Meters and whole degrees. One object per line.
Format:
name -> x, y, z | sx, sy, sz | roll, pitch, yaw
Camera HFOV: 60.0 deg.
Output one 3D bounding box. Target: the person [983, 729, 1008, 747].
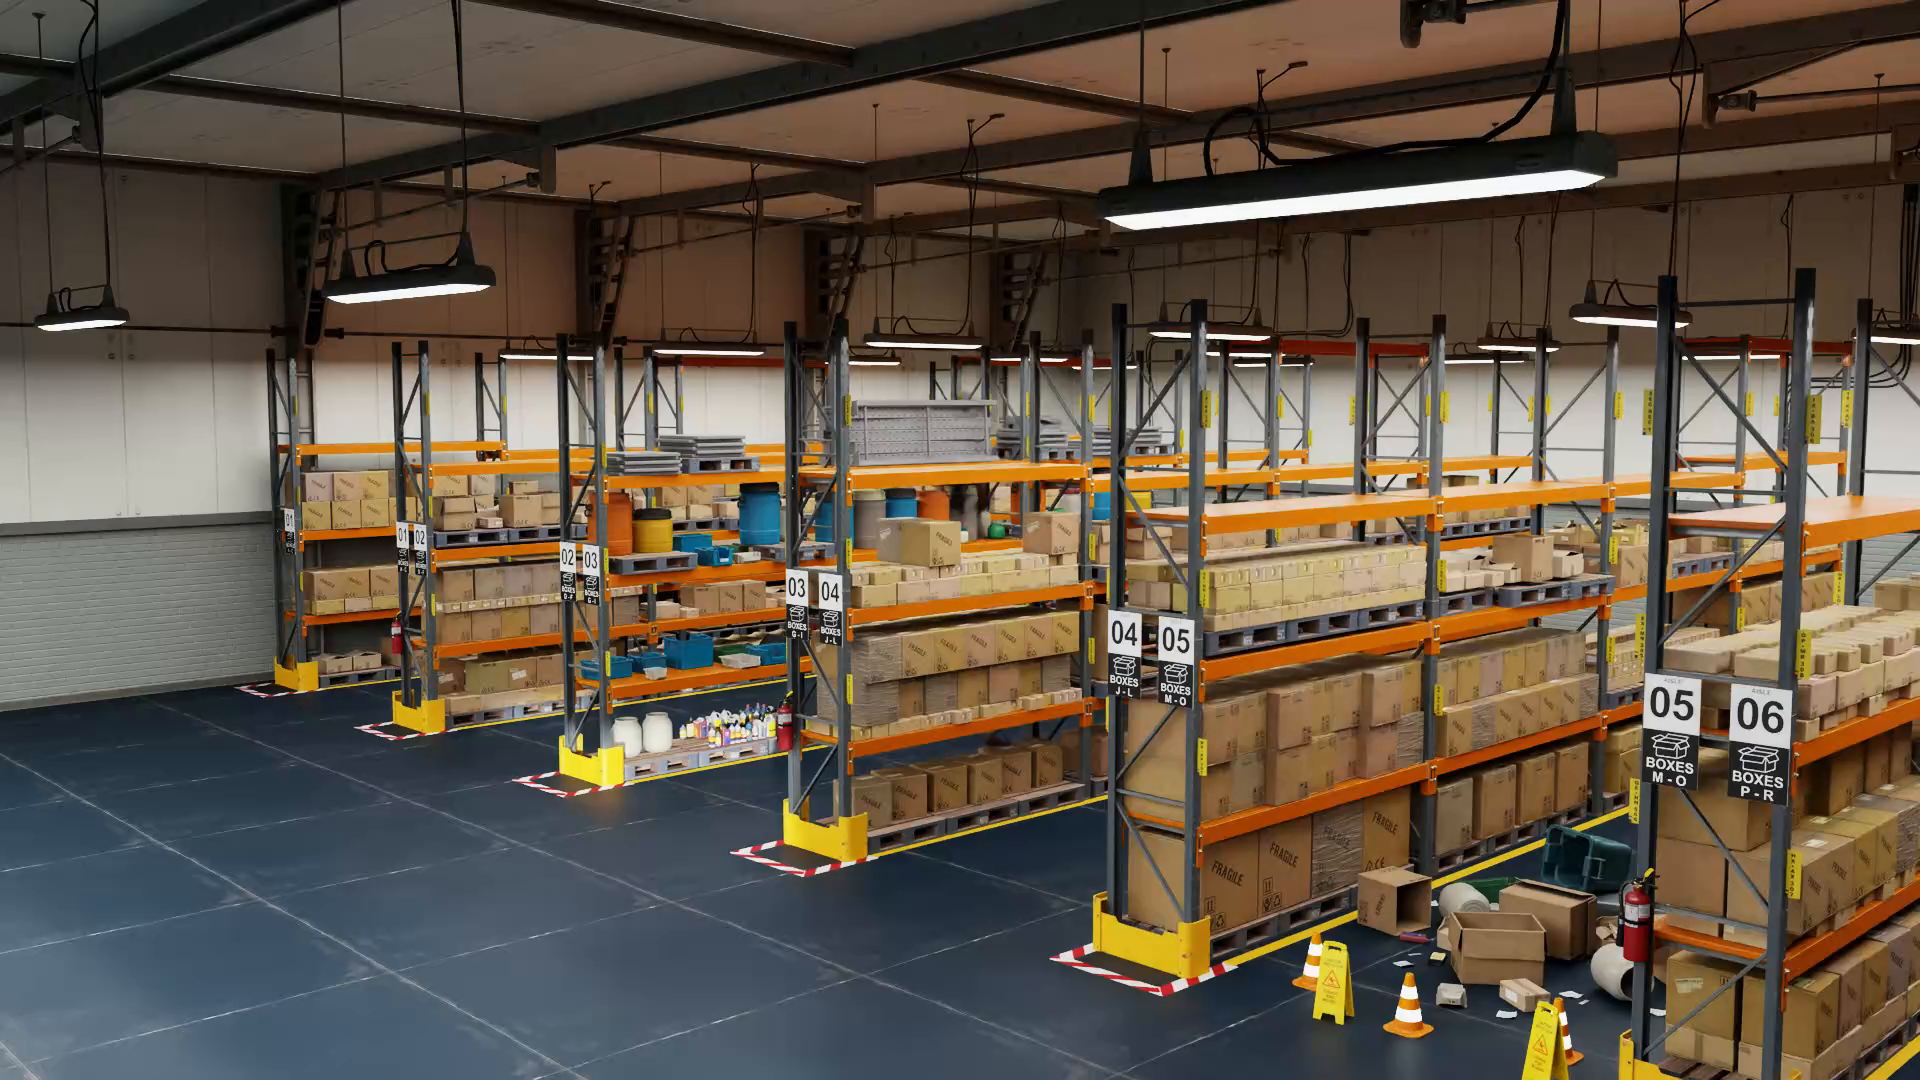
person -> 0.431, 2.342, 22.863 | 0.564, 1.673, 0.635 | -4, 7, -42
